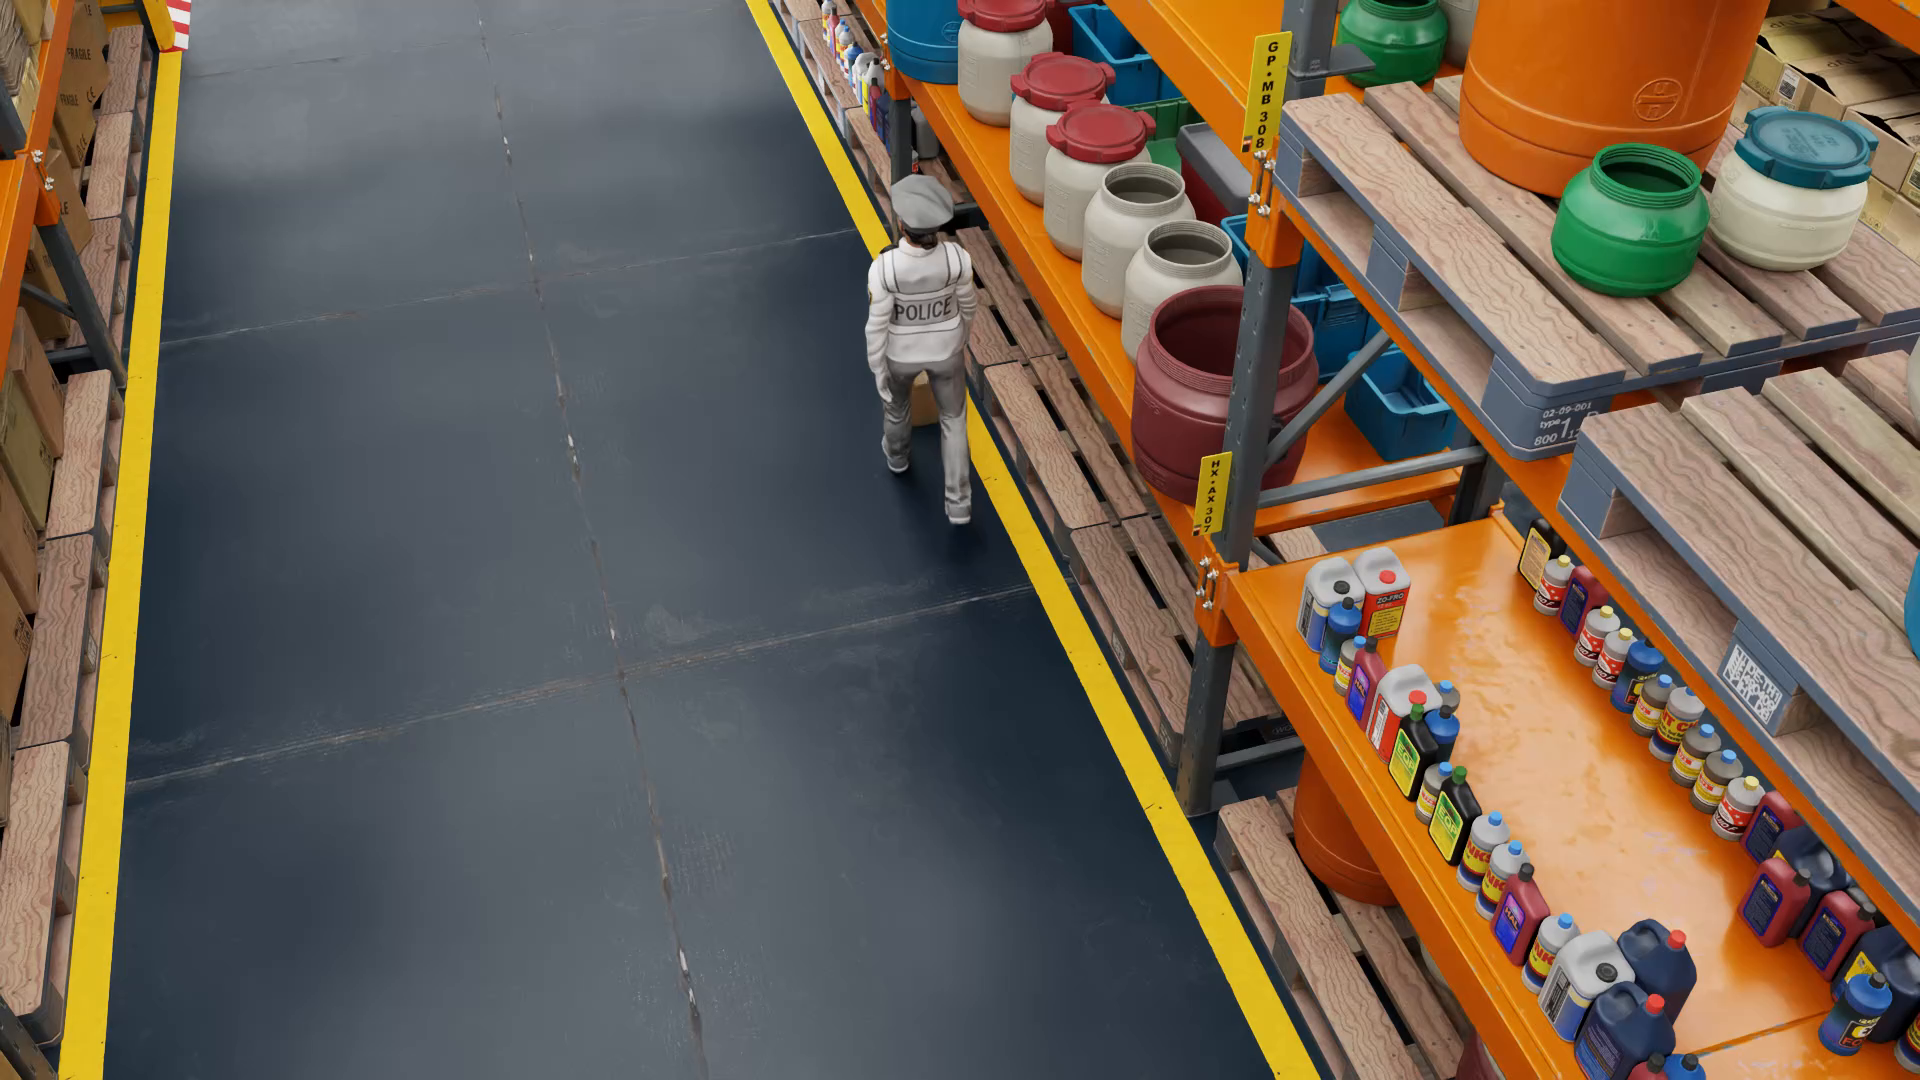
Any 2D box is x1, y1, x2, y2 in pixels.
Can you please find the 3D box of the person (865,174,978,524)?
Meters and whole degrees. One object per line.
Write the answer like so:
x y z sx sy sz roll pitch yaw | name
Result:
-0.167 -0.834 7.040 0.481 1.653 0.843 -5 43 -5 | person
